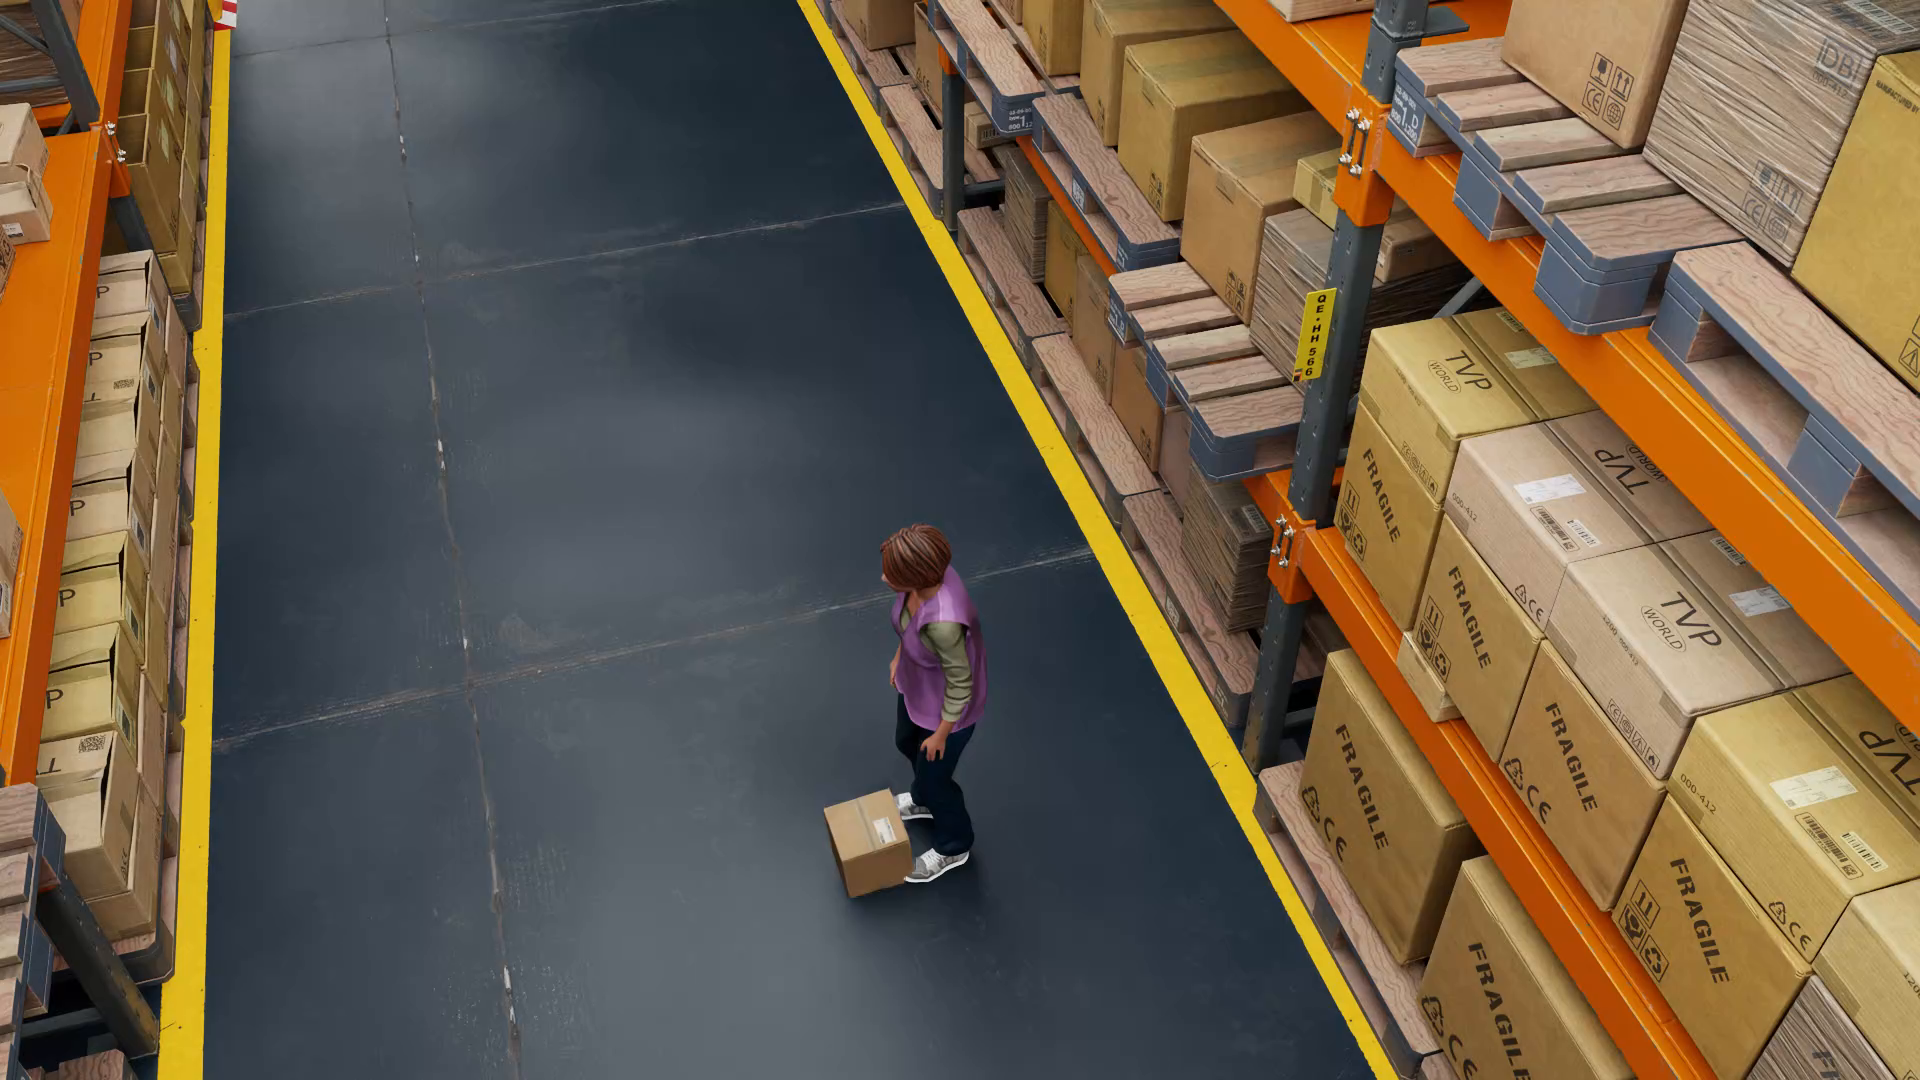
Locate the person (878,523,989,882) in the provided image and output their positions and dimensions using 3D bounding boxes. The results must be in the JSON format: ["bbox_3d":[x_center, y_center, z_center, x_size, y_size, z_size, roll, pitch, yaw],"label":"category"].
[{"bbox_3d":[-0.092,0.534,5.593,0.336,1.594,0.460,-13,44,-14],"label":"person"}]
